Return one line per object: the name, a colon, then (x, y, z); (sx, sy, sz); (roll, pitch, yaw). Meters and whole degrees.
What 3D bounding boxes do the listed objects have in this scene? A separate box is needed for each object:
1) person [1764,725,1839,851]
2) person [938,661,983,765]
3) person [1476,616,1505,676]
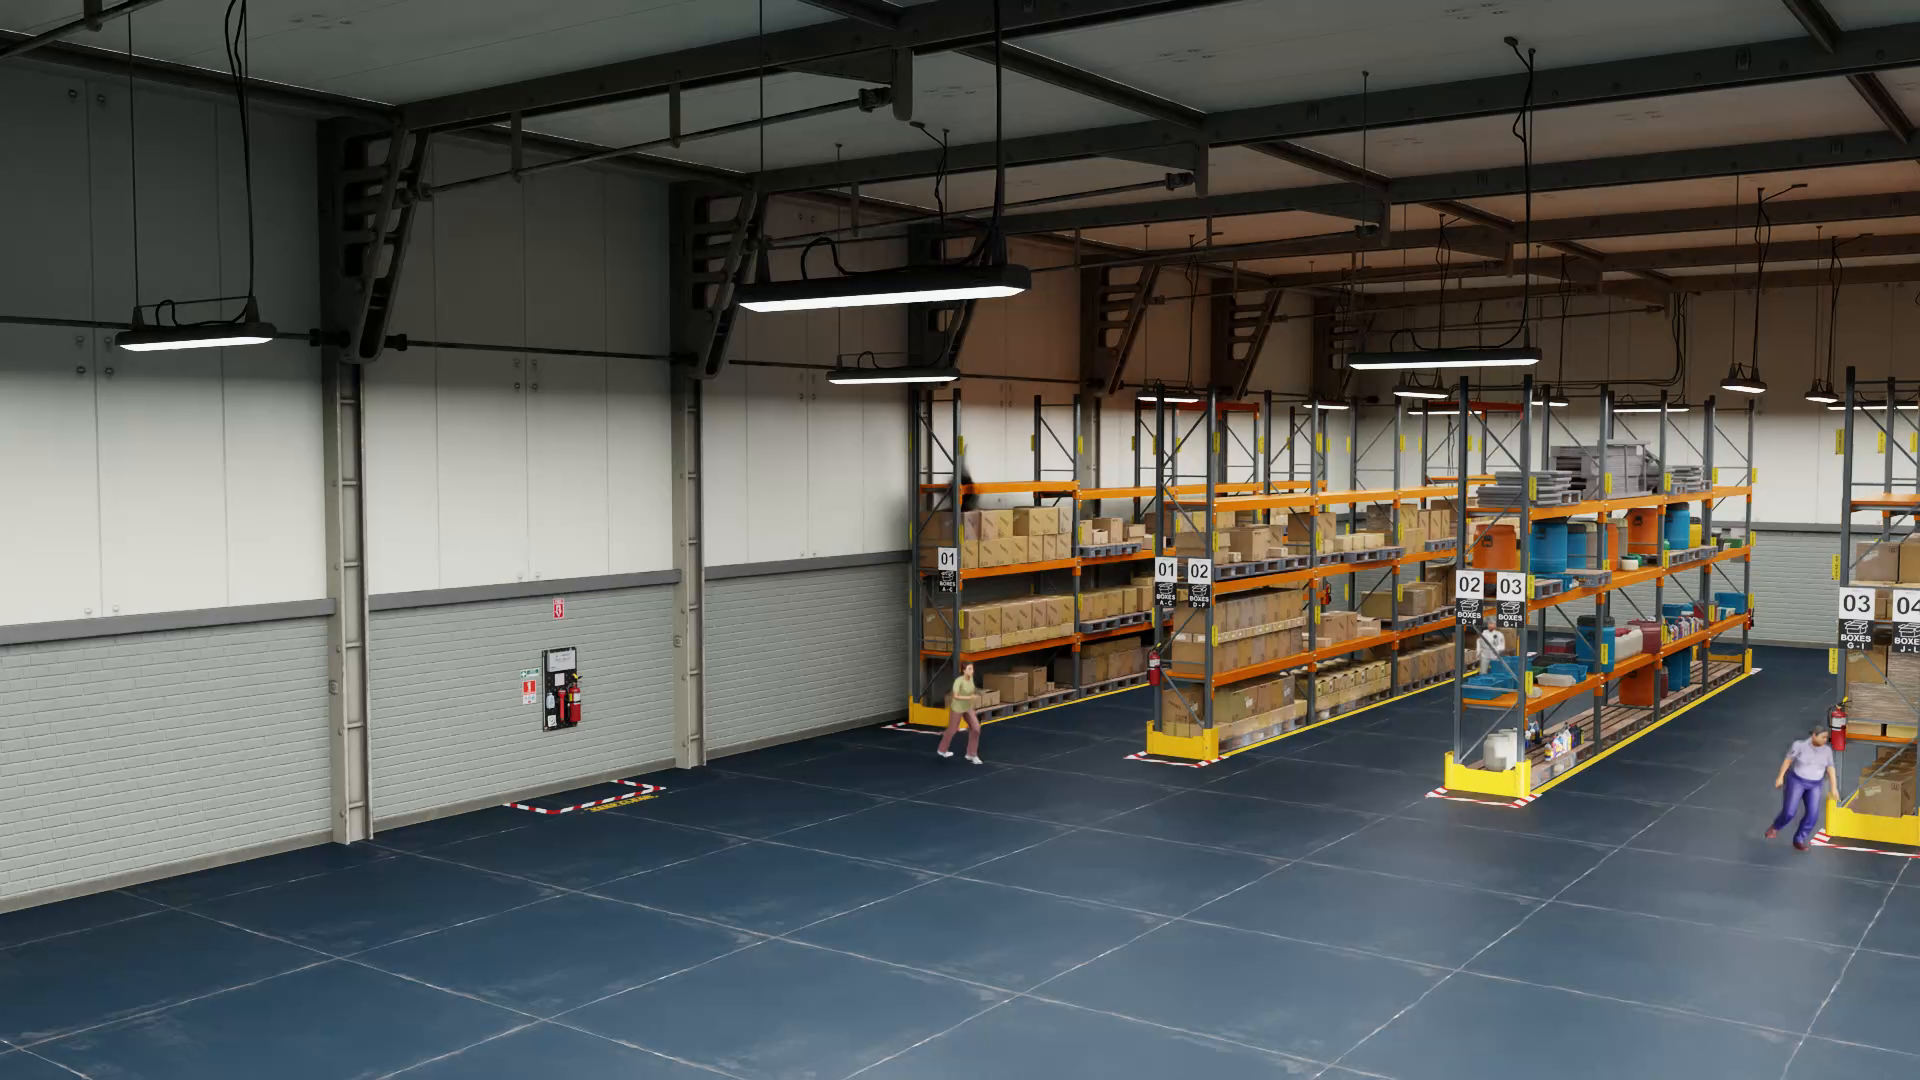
person: (10.405, 3.035, 20.554); (0.708, 1.582, 0.600); (0, 3, 3)
person: (0.008, 2.699, 26.182); (0.581, 1.639, 0.936); (-3, 4, -43)
person: (10.258, 2.325, 32.192); (0.566, 1.718, 0.695); (2, 4, 25)
